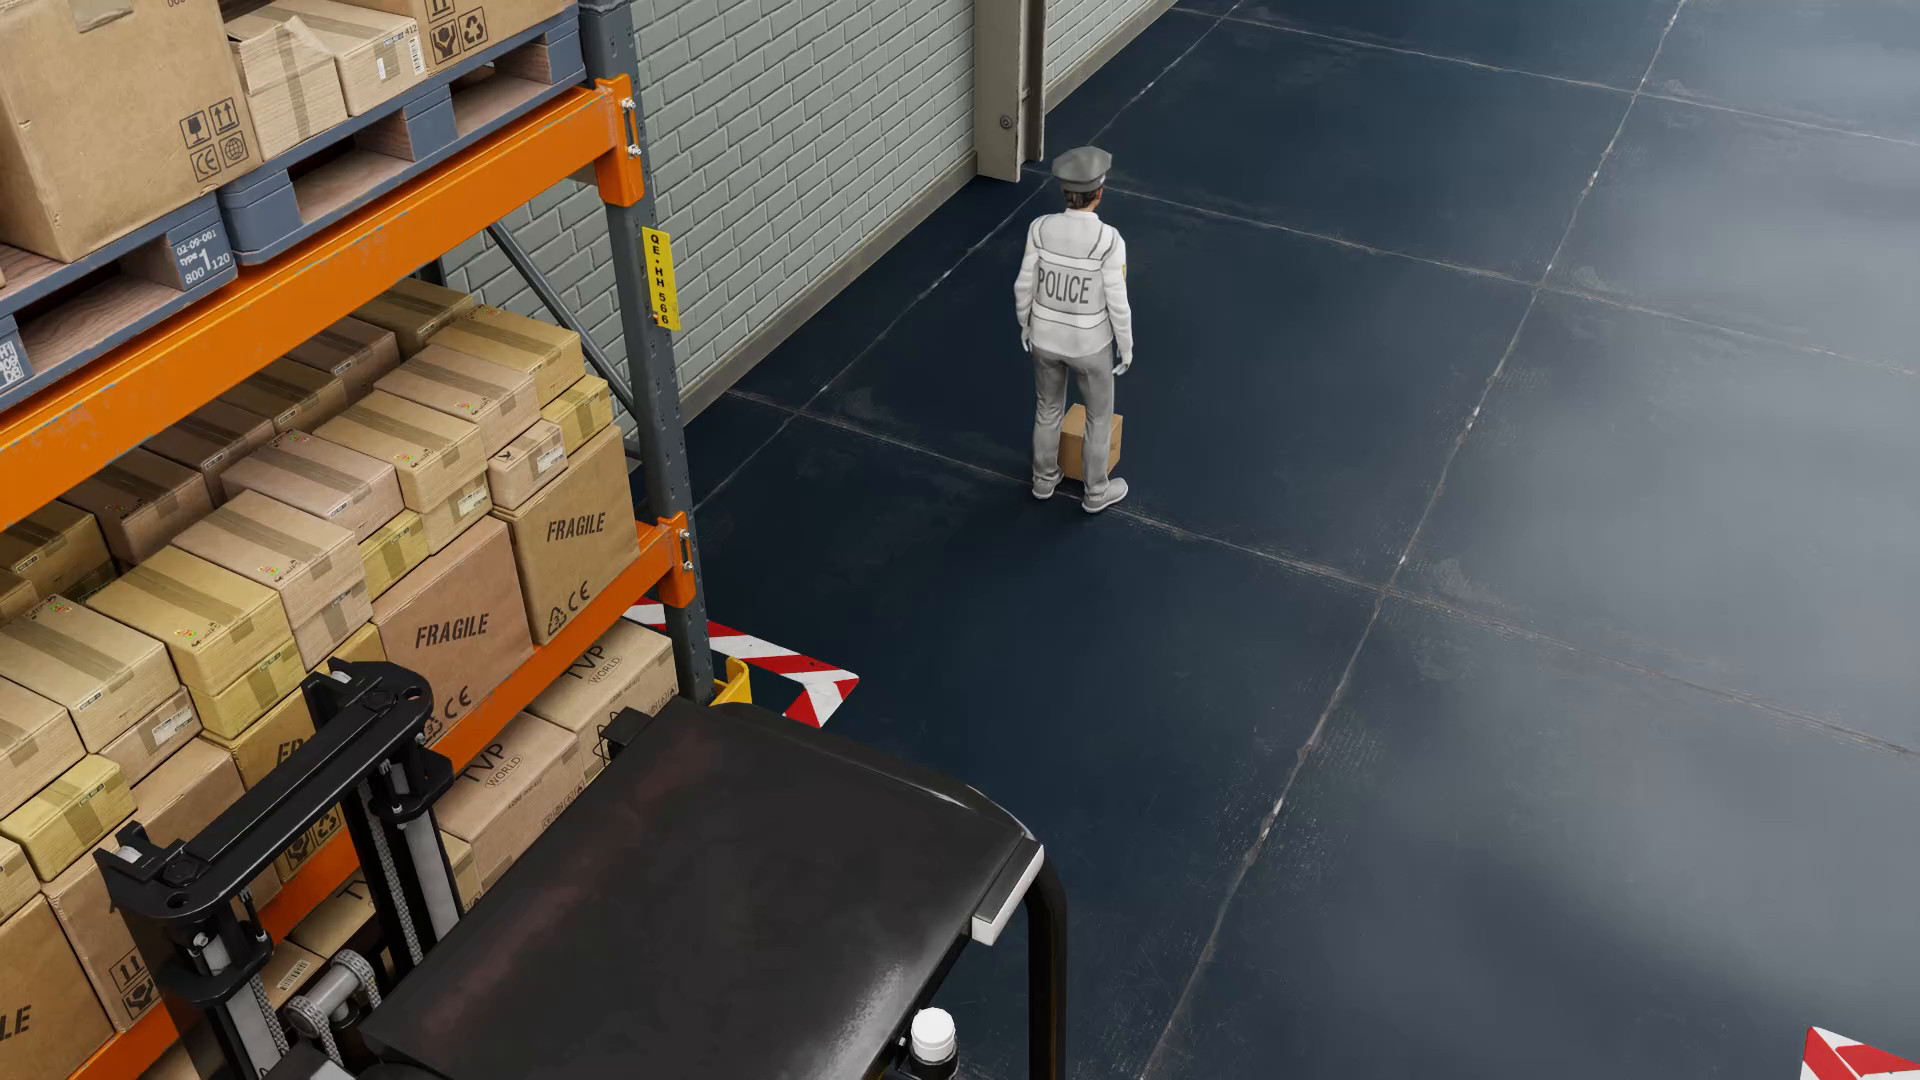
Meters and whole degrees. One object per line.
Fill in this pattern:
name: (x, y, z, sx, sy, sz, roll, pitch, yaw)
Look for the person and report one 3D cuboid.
person: (0.497, -0.877, 7.265, 0.536, 1.662, 0.378, 17, 41, 21)
